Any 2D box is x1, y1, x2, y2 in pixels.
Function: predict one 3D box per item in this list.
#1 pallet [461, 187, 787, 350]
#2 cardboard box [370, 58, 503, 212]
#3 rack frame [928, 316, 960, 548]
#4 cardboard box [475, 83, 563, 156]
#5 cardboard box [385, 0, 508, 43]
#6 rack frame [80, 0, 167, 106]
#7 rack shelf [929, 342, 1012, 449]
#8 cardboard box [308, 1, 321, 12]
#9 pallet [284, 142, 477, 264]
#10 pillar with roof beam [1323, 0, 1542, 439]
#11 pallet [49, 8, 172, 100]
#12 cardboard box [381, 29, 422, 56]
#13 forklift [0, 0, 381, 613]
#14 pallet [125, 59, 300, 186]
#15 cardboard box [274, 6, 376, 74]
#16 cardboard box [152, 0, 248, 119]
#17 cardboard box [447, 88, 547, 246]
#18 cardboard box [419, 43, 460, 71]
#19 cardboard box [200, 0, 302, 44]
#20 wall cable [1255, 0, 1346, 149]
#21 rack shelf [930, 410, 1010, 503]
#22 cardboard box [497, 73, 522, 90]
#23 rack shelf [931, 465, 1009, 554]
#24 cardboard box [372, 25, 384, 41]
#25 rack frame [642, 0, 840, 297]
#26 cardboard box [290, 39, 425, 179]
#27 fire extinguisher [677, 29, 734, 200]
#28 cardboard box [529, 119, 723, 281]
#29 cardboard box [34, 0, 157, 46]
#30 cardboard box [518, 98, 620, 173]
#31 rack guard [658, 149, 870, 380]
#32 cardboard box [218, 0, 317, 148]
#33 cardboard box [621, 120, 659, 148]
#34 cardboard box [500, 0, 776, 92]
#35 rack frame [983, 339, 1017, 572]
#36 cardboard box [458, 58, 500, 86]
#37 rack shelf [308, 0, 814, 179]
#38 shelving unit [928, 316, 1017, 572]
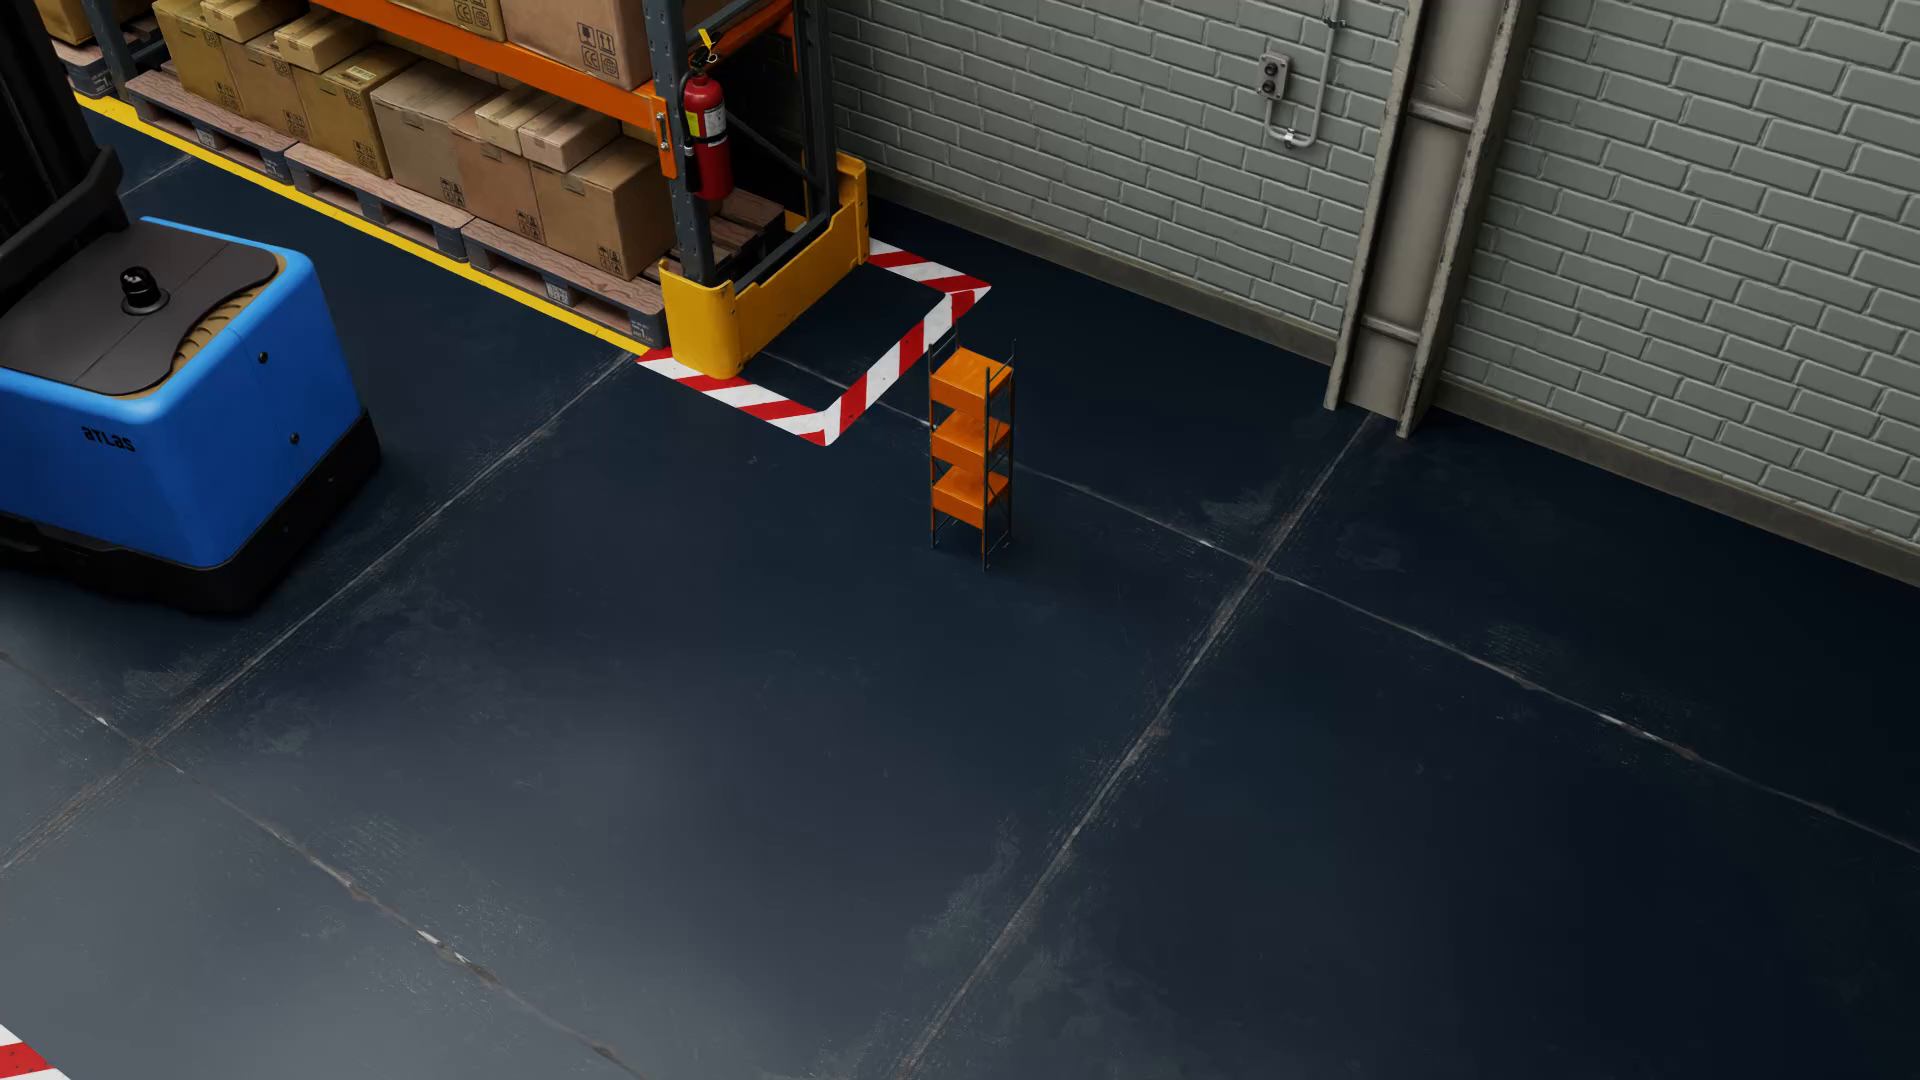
[{"bbox_3d":[-1.608,-1.463,8.025,1.213,0.211,1.003,25,51,22],"label":"pallet"},{"bbox_3d":[-2.381,-2.047,8.097,0.500,0.500,0.700,23,50,21],"label":"cardboard box"},{"bbox_3d":[-0.058,-0.392,6.399,0.008,1.050,0.200,25,51,22],"label":"rack frame"},{"bbox_3d":[-1.958,-1.923,7.525,0.250,0.149,0.380,26,51,23],"label":"cardboard box"},{"bbox_3d":[-1.946,-2.744,7.115,0.700,0.700,0.980,24,51,22],"label":"cardboard box"},{"bbox_3d":[-4.260,-3.721,8.275,0.127,3.000,1.000,25,51,22],"label":"rack frame"},{"bbox_3d":[0.045,-0.536,6.157,0.240,0.259,0.215,25,51,22],"label":"rack shelf"},{"bbox_3d":[-3.034,-2.743,8.322,0.250,0.149,0.380,23,50,21],"label":"cardboard box"},{"bbox_3d":[-2.631,-1.936,8.484,1.213,0.211,1.003,25,51,22],"label":"pallet"},{"bbox_3d":[-0.478,-1.141,1.584,0.400,9.000,9.100,25,51,22],"label":"pillar with roof beam"},{"bbox_3d":[-4.950,-3.003,9.521,1.213,0.211,1.003,25,51,22],"label":"pallet"},{"bbox_3d":[-2.604,-2.545,8.129,0.250,0.149,0.380,24,50,21],"label":"cardboard box"},{"bbox_3d":[-4.014,-1.387,6.054,3.031,2.935,1.130,14,48,13],"label":"forklift"},{"bbox_3d":[-3.662,-2.408,8.943,1.213,0.211,1.003,25,51,22],"label":"pallet"},{"bbox_3d":[-3.057,-2.427,8.014,0.250,0.149,0.380,23,50,21],"label":"cardboard box"},{"bbox_3d":[-3.686,-2.645,8.679,0.500,0.500,0.700,25,51,23],"label":"cardboard box"},{"bbox_3d":[-1.958,-1.852,7.909,0.500,0.500,0.700,25,51,22],"label":"cardboard box"},{"bbox_3d":[-2.391,-2.447,8.034,0.250,0.149,0.380,25,51,22],"label":"cardboard box"},{"bbox_3d":[-3.496,-2.629,8.211,0.250,0.149,0.380,26,51,23],"label":"cardboard box"},{"bbox_3d":[0.695,-2.602,6.479,1.851,1.984,0.084,25,51,22],"label":"wall cable"},{"bbox_3d":[0.045,-0.338,6.361,0.240,0.259,0.215,25,51,22],"label":"rack shelf"},{"bbox_3d":[-1.960,-2.250,7.843,0.250,0.149,0.380,25,51,22],"label":"cardboard box"},{"bbox_3d":[0.045,-0.144,6.560,0.240,0.259,0.215,25,51,22],"label":"rack shelf"},{"bbox_3d":[-2.822,-2.645,8.226,0.250,0.149,0.380,25,51,22],"label":"cardboard box"},{"bbox_3d":[-0.893,-2.173,6.770,0.127,3.000,1.000,25,51,22],"label":"rack frame"},{"bbox_3d":[-2.834,-2.249,8.294,0.500,0.500,0.700,26,51,23],"label":"cardboard box"},{"bbox_3d":[-1.015,-1.679,6.604,0.183,0.674,0.296,25,51,22],"label":"fire extinguisher"},{"bbox_3d":[-1.536,-1.659,7.720,0.500,0.500,0.700,25,51,22],"label":"cardboard box"},{"bbox_3d":[-4.878,-3.292,9.063,0.750,0.750,0.750,25,51,23],"label":"cardboard box"},{"bbox_3d":[-1.743,-1.824,7.429,0.250,0.149,0.380,24,51,22],"label":"cardboard box"},{"bbox_3d":[-0.873,-1.292,7.657,0.348,0.500,1.175,25,51,22],"label":"rack guard"},{"bbox_3d":[-3.265,-2.449,8.488,0.500,0.500,0.700,24,51,22],"label":"cardboard box"},{"bbox_3d":[-1.323,-1.957,7.558,0.250,0.149,0.380,25,51,22],"label":"cardboard box"},{"bbox_3d":[-1.328,-2.469,6.848,0.700,0.700,0.980,27,52,24],"label":"cardboard box"},{"bbox_3d":[0.148,-0.298,6.307,0.008,1.050,0.200,25,51,22],"label":"rack frame"},{"bbox_3d":[-2.175,-2.348,7.938,0.250,0.149,0.380,25,51,23],"label":"cardboard box"},{"bbox_3d":[-2.577,-2.696,7.780,4.000,0.370,1.077,25,51,22],"label":"rack shelf"},{"bbox_3d":[0.045,-0.345,6.353,0.252,1.050,0.215,25,51,22],"label":"shelving unit"}]
